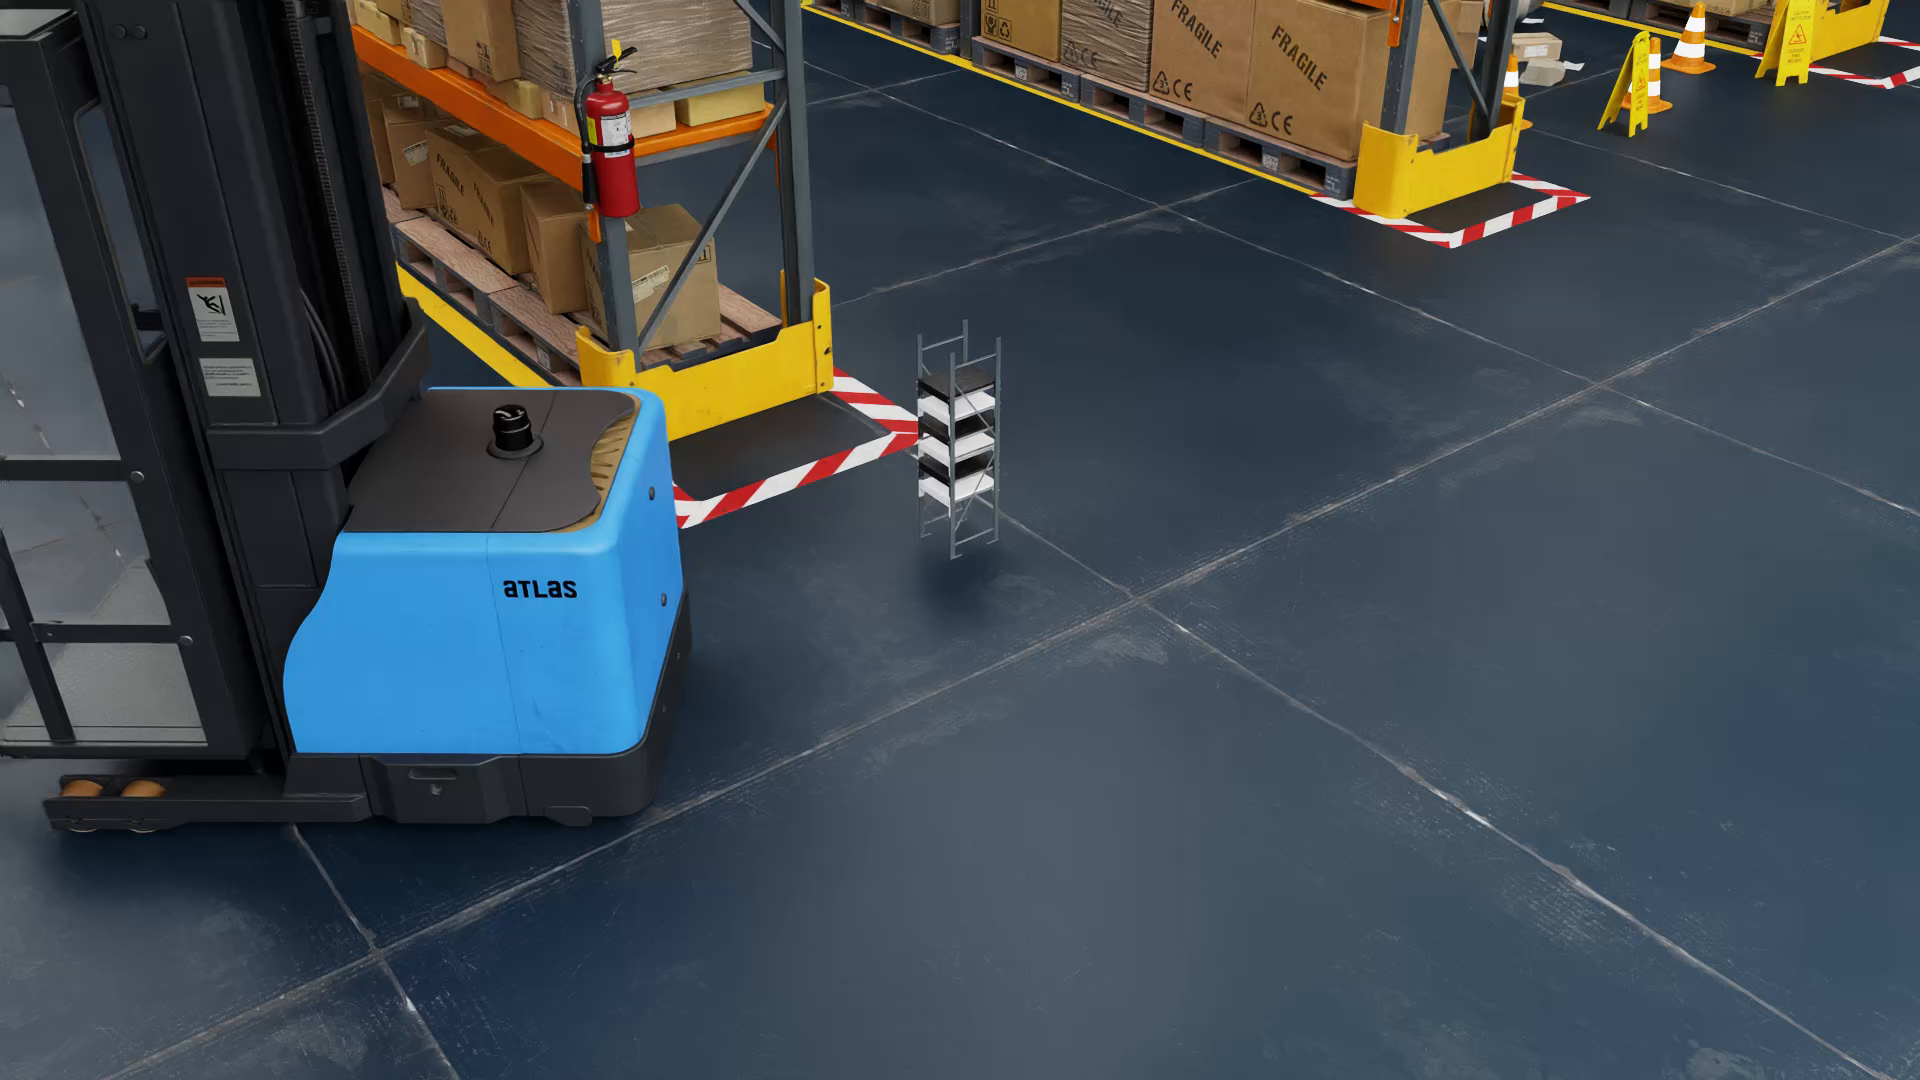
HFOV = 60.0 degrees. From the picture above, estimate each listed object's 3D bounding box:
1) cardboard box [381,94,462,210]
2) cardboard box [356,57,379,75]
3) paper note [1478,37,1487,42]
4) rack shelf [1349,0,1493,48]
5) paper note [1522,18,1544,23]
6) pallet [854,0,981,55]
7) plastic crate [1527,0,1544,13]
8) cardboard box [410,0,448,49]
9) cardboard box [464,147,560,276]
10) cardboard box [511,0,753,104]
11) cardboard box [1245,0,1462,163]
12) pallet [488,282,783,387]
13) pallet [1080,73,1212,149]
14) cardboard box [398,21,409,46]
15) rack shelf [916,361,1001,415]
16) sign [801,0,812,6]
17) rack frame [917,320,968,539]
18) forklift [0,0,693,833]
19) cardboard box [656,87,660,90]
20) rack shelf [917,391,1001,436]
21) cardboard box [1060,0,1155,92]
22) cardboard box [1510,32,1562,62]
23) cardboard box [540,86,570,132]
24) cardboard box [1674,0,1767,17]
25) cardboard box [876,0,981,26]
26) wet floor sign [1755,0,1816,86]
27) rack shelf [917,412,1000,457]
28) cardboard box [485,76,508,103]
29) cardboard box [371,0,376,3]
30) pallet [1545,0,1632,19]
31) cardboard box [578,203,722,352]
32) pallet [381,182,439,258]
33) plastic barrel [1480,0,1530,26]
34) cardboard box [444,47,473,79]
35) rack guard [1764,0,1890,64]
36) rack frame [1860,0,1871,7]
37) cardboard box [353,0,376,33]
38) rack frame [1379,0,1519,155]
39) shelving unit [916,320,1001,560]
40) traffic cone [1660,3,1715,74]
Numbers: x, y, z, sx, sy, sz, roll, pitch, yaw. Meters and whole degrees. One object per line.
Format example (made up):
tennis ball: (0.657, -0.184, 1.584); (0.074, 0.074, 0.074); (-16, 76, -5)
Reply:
cardboard box: (-2.978, -2.225, 9.460); (0.500, 0.500, 0.500); (-11, 33, -16)
cardboard box: (-3.908, -2.912, 10.548); (0.700, 0.500, 0.500); (-26, 40, -35)
paper note: (4.178, -3.950, 13.091); (0.148, 0.019, 0.142); (-10, 33, -15)
rack shelf: (1.657, -3.947, 10.945); (1.077, 0.370, 4.000); (-22, 38, -31)
paper note: (4.664, -4.231, 13.533); (0.148, 0.019, 0.142); (18, 36, 27)
pallet: (-0.102, -4.199, 13.311); (1.003, 0.211, 1.213); (-22, 38, -31)
plastic crate: (4.594, -4.570, 14.033); (0.583, 0.080, 0.402); (18, 36, 27)
cardboard box: (-2.086, -2.656, 7.806); (0.875, 0.500, 0.500); (-22, 38, -31)
cardboard box: (-2.228, -1.744, 8.686); (0.500, 0.500, 0.500); (-19, 36, -27)
cardboard box: (-1.412, -2.264, 7.175); (0.875, 0.500, 0.500); (-22, 38, -31)
cardboard box: (2.416, -2.957, 10.283); (0.875, 0.875, 0.875); (-22, 38, -31)
pallet: (-1.613, -1.054, 8.247); (1.003, 0.211, 1.213); (-22, 38, -31)
pallet: (1.588, -3.051, 11.462); (1.003, 0.211, 1.213); (-22, 38, -31)
cardboard box: (-2.535, -2.520, 8.203); (0.380, 0.149, 0.250); (-22, 38, -31)
rack shelf: (-0.005, -0.587, 6.393); (0.258, 0.077, 0.200); (-22, 38, -31)
sign: (-0.668, -2.400, 6.951); (0.100, 0.325, 0.005); (-22, 38, -31)
rack frame: (-0.067, -0.428, 6.586); (0.240, 0.900, 0.006); (-22, 38, -31)
forklift: (-2.485, -0.598, 4.936); (3.031, 2.935, 1.130); (0, 32, 0)
cardboard box: (-1.221, -2.057, 7.456); (0.380, 0.149, 0.250); (-22, 38, -31)
rack shelf: (-0.005, -0.510, 6.441); (0.258, 0.077, 0.200); (-22, 38, -31)
cardboard box: (1.317, -3.703, 11.485); (0.875, 0.875, 0.875); (-22, 38, -31)
cardboard box: (4.333, -3.745, 12.638); (0.380, 0.149, 0.250); (-4, 32, -7)
cardboard box: (-1.587, -1.907, 7.215); (0.380, 0.149, 0.250); (-22, 38, -31)
cardboard box: (6.009, -4.333, 13.092); (0.500, 0.250, 0.500); (-22, 38, -32)
cardboard box: (-0.021, -4.539, 12.949); (1.050, 0.750, 0.750); (-22, 38, -32)
wet floor sign: (6.003, -3.638, 11.995); (0.267, 0.644, 0.232); (-10, 33, -15)
rack shelf: (-0.005, -0.434, 6.488); (0.258, 0.077, 0.200); (-22, 38, -31)
cardboard box: (-1.922, -2.103, 7.532); (0.380, 0.149, 0.250); (-22, 38, -31)
cardboard box: (-2.657, -3.090, 8.505); (0.875, 0.500, 0.500); (-22, 38, -31)
pallet: (5.471, -4.768, 14.227); (1.003, 0.211, 1.213); (-22, 38, -31)
cardboard box: (-1.466, -1.239, 7.873); (0.500, 0.500, 0.500); (-15, 35, -23)
pallet: (-3.109, -2.071, 9.884); (1.003, 0.211, 1.213); (-22, 38, -31)
plastic barrel: (4.269, -4.340, 13.336); (0.512, 0.421, 0.421); (1, 32, 2)
cardboard box: (-2.213, -2.318, 7.877); (0.380, 0.149, 0.250); (-22, 38, -31)
rack guard: (6.685, -4.033, 12.770); (1.175, 0.500, 0.348); (-22, 38, -31)
rack frame: (6.732, -5.063, 12.059); (1.000, 3.000, 0.127); (-22, 38, -31)
cardboard box: (-2.869, -2.717, 8.520); (0.380, 0.149, 0.250); (-22, 38, -31)
rack frame: (2.884, -3.420, 9.413); (1.000, 3.000, 0.127); (-22, 38, -31)
shelving unit: (-0.005, -0.386, 6.518); (0.258, 0.900, 0.210); (-22, 38, -31)
traffic cone: (5.449, -3.747, 12.345); (0.336, 0.463, 0.334); (-22, 38, -31)
